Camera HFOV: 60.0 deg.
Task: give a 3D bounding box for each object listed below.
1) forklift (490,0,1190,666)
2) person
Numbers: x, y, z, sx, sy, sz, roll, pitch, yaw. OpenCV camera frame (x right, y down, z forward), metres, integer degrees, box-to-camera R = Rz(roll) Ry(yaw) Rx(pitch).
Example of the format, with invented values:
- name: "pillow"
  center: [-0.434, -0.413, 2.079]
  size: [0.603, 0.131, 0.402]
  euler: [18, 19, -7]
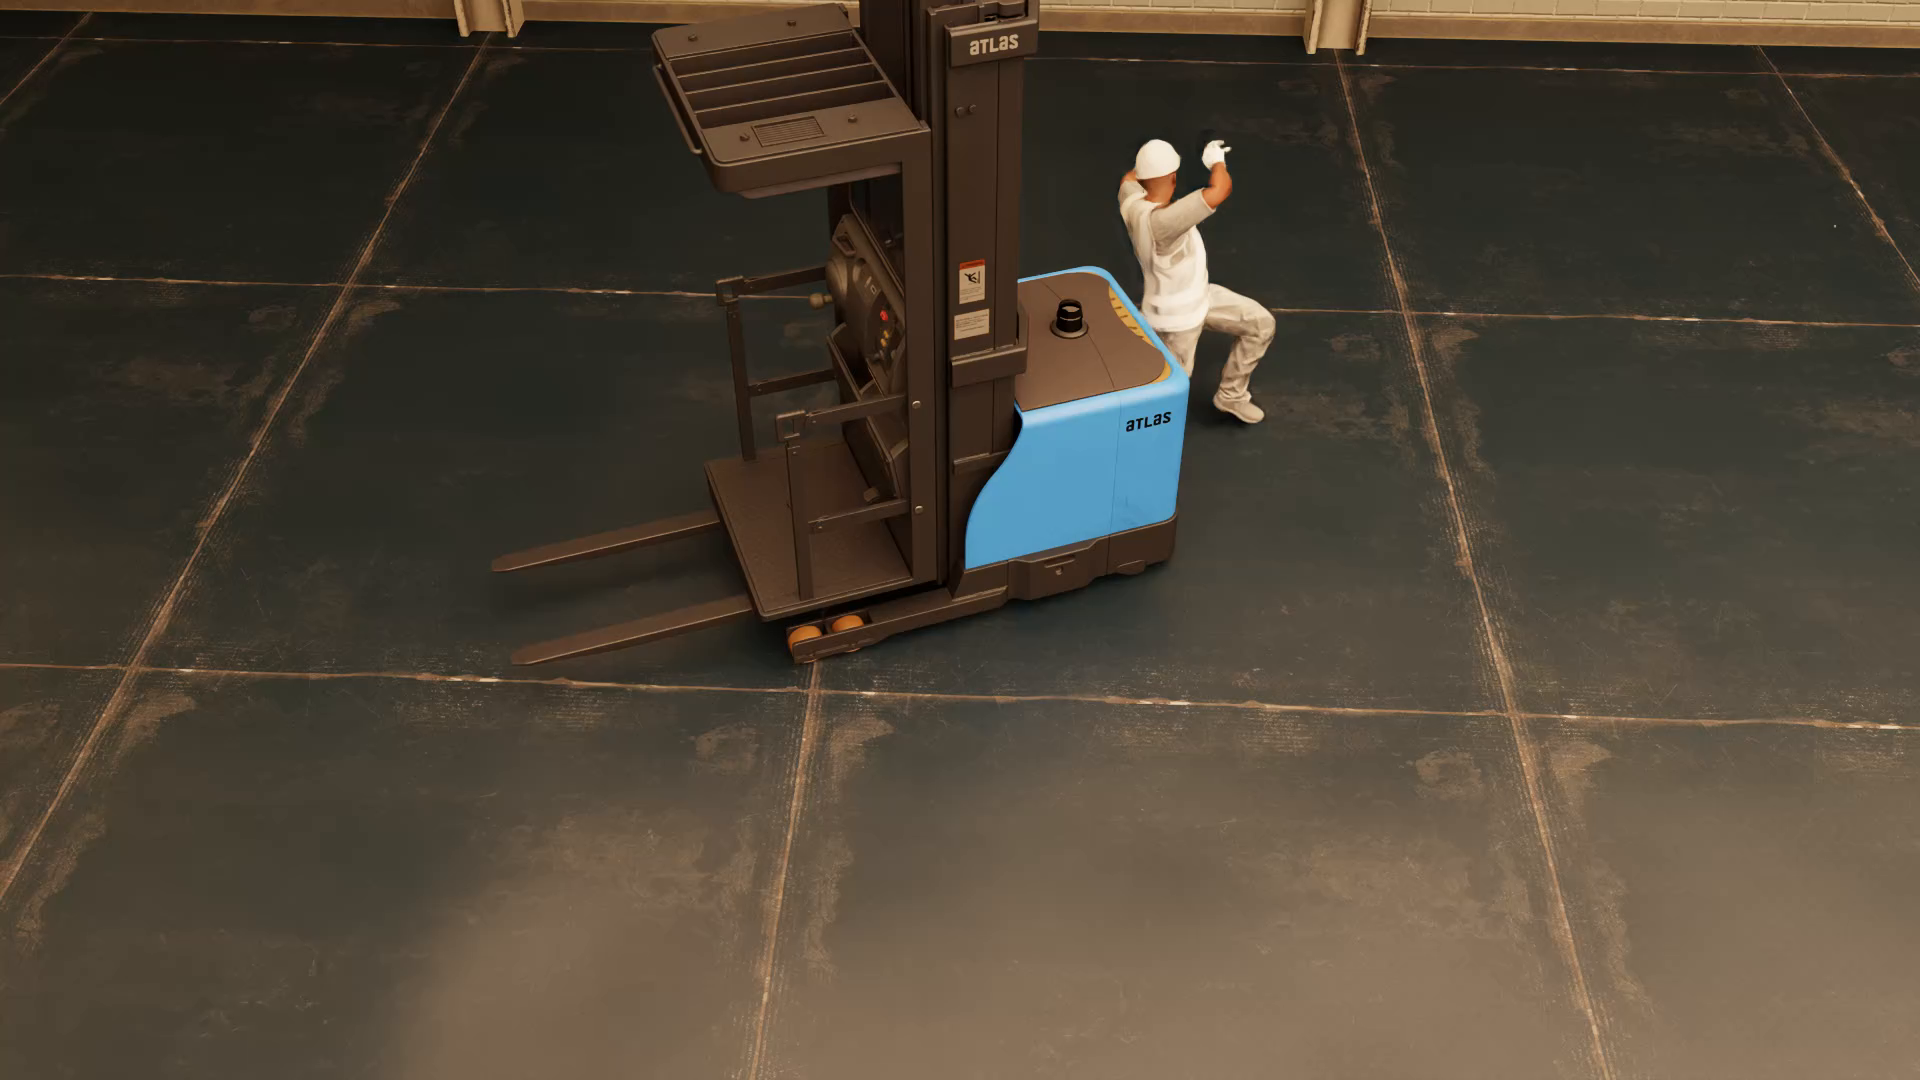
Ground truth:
- name: "forklift"
  center: [-0.573, -0.945, 6.778]
  size: [3.031, 2.935, 1.130]
  euler: [-13, 44, -14]
- name: "person"
  center: [1.185, -1.391, 8.350]
  size: [0.928, 1.482, 1.058]
  euler: [11, 44, 12]
